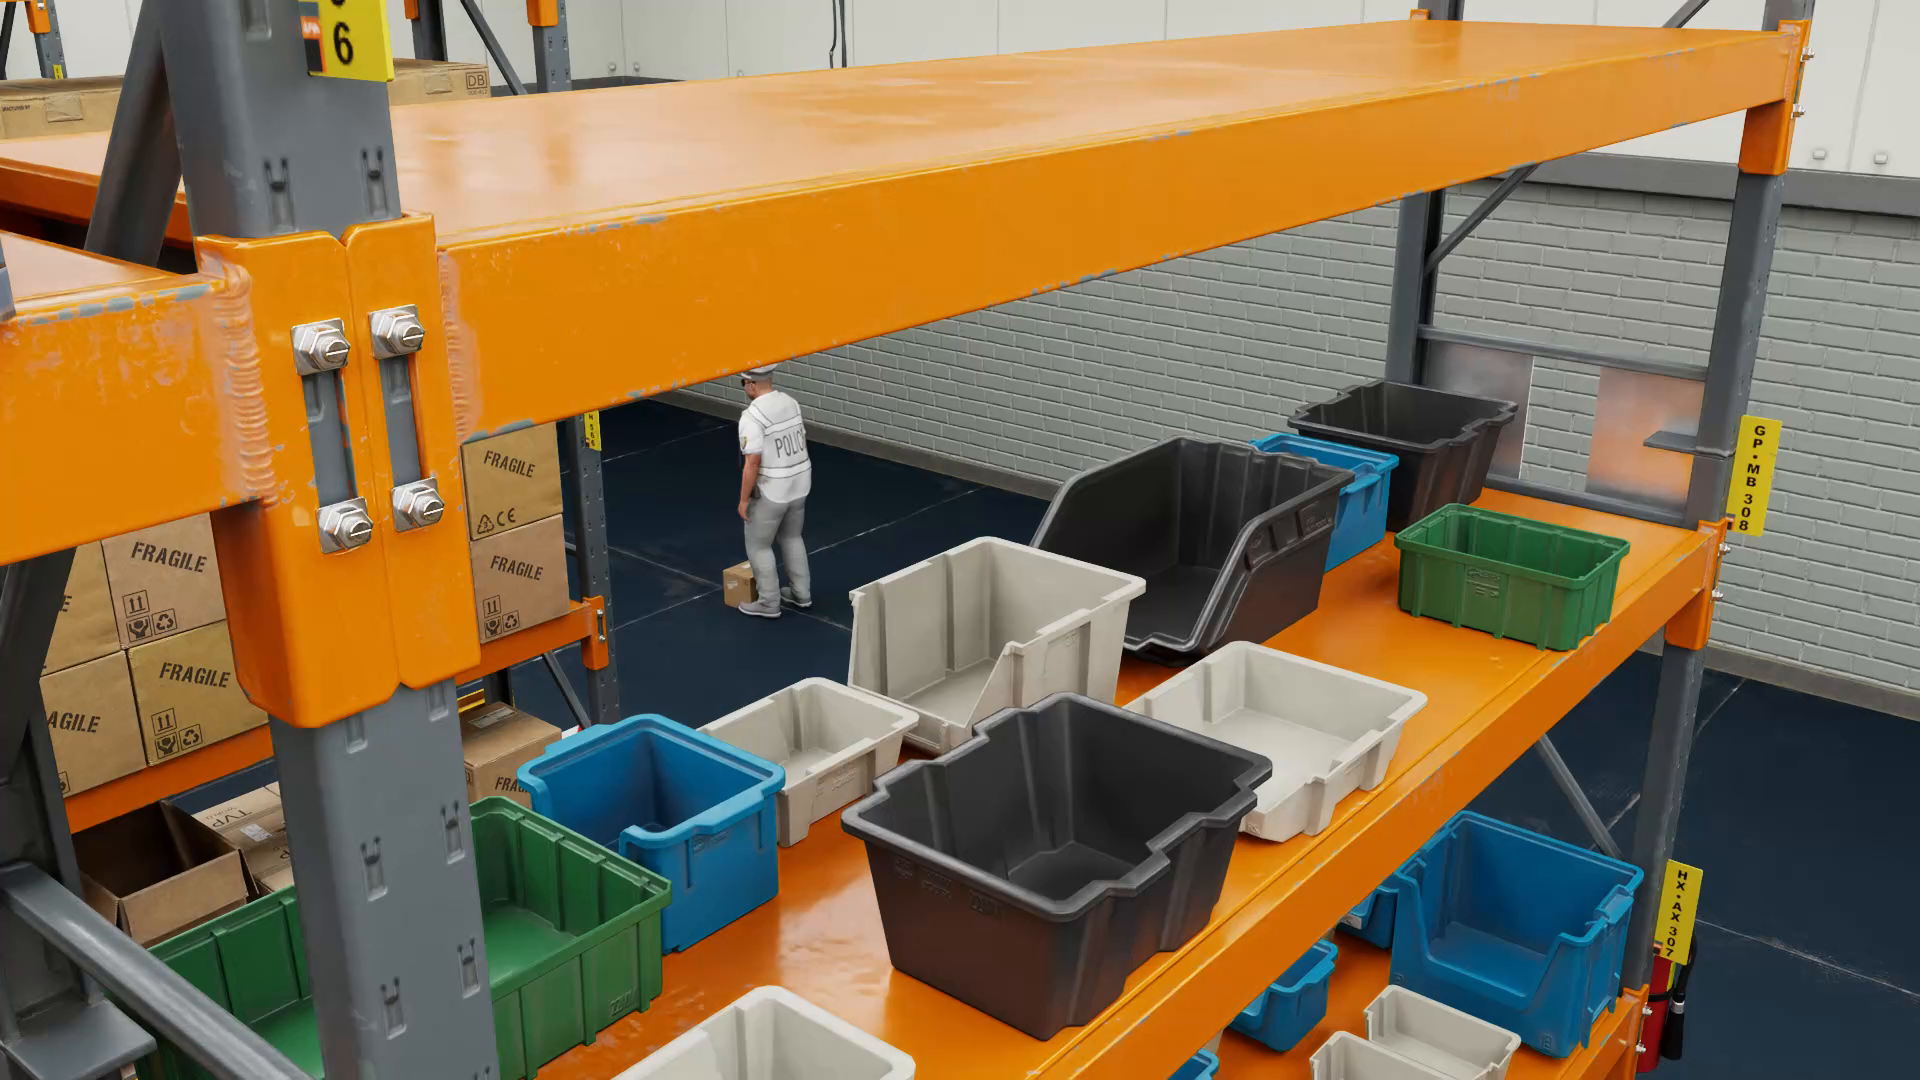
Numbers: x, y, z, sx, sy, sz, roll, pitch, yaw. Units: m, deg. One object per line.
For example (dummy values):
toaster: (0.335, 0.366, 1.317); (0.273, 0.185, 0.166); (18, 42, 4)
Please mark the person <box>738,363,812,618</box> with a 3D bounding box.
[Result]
person: (-1.238, -0.335, 10.980); (0.478, 1.748, 0.606); (14, 24, 33)
